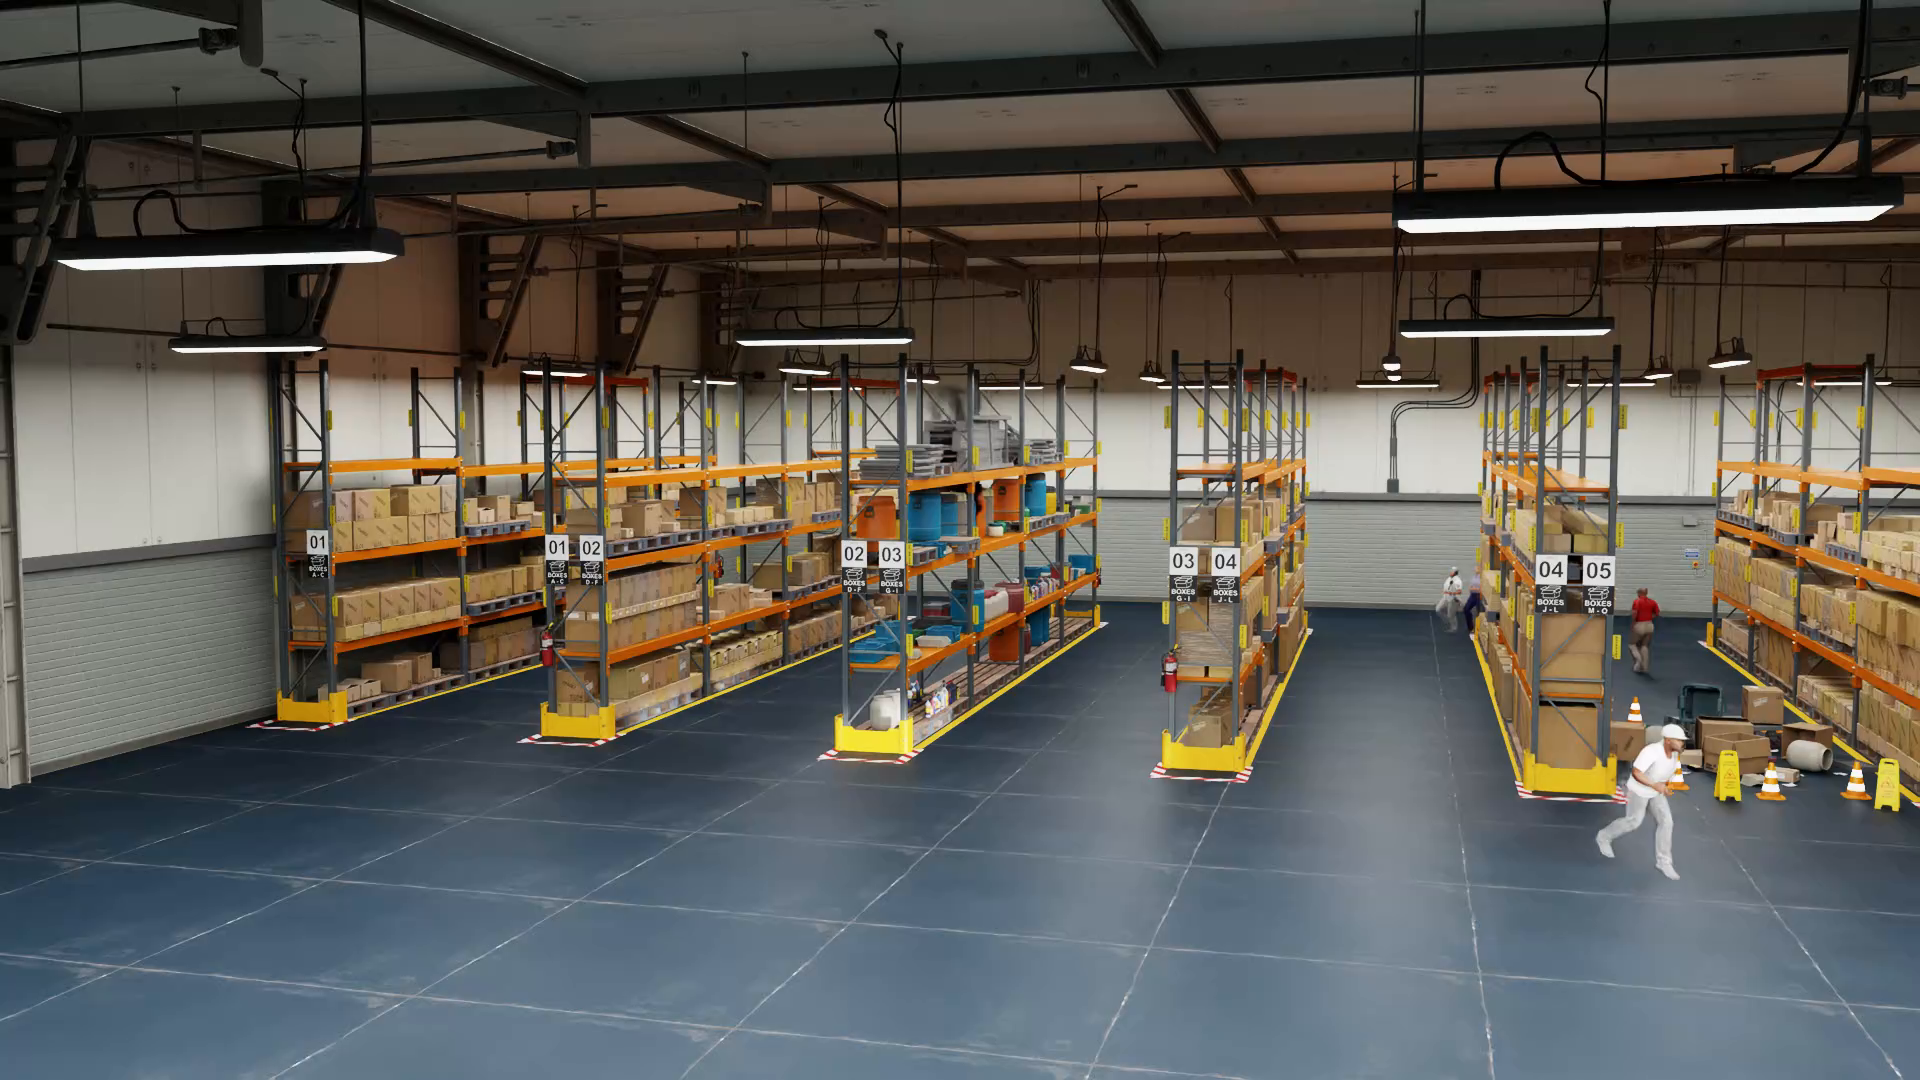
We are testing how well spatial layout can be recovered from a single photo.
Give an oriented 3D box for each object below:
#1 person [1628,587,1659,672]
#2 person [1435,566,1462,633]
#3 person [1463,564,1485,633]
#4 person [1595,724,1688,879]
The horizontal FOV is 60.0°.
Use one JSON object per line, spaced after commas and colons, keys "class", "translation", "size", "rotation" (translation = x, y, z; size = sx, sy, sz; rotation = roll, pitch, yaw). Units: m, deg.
{"class": "person", "translation": [13.570, 1.773, 33.134], "size": [0.645, 1.691, 0.609], "rotation": [0, 4, -6]}
{"class": "person", "translation": [11.508, 1.399, 38.979], "size": [0.602, 1.593, 0.694], "rotation": [-1, 4, -17]}
{"class": "person", "translation": [12.241, 1.409, 39.149], "size": [0.688, 1.702, 0.598], "rotation": [-2, 4, -23]}
{"class": "person", "translation": [7.593, 2.850, 18.529], "size": [0.744, 1.715, 1.057], "rotation": [-3, 5, -39]}
